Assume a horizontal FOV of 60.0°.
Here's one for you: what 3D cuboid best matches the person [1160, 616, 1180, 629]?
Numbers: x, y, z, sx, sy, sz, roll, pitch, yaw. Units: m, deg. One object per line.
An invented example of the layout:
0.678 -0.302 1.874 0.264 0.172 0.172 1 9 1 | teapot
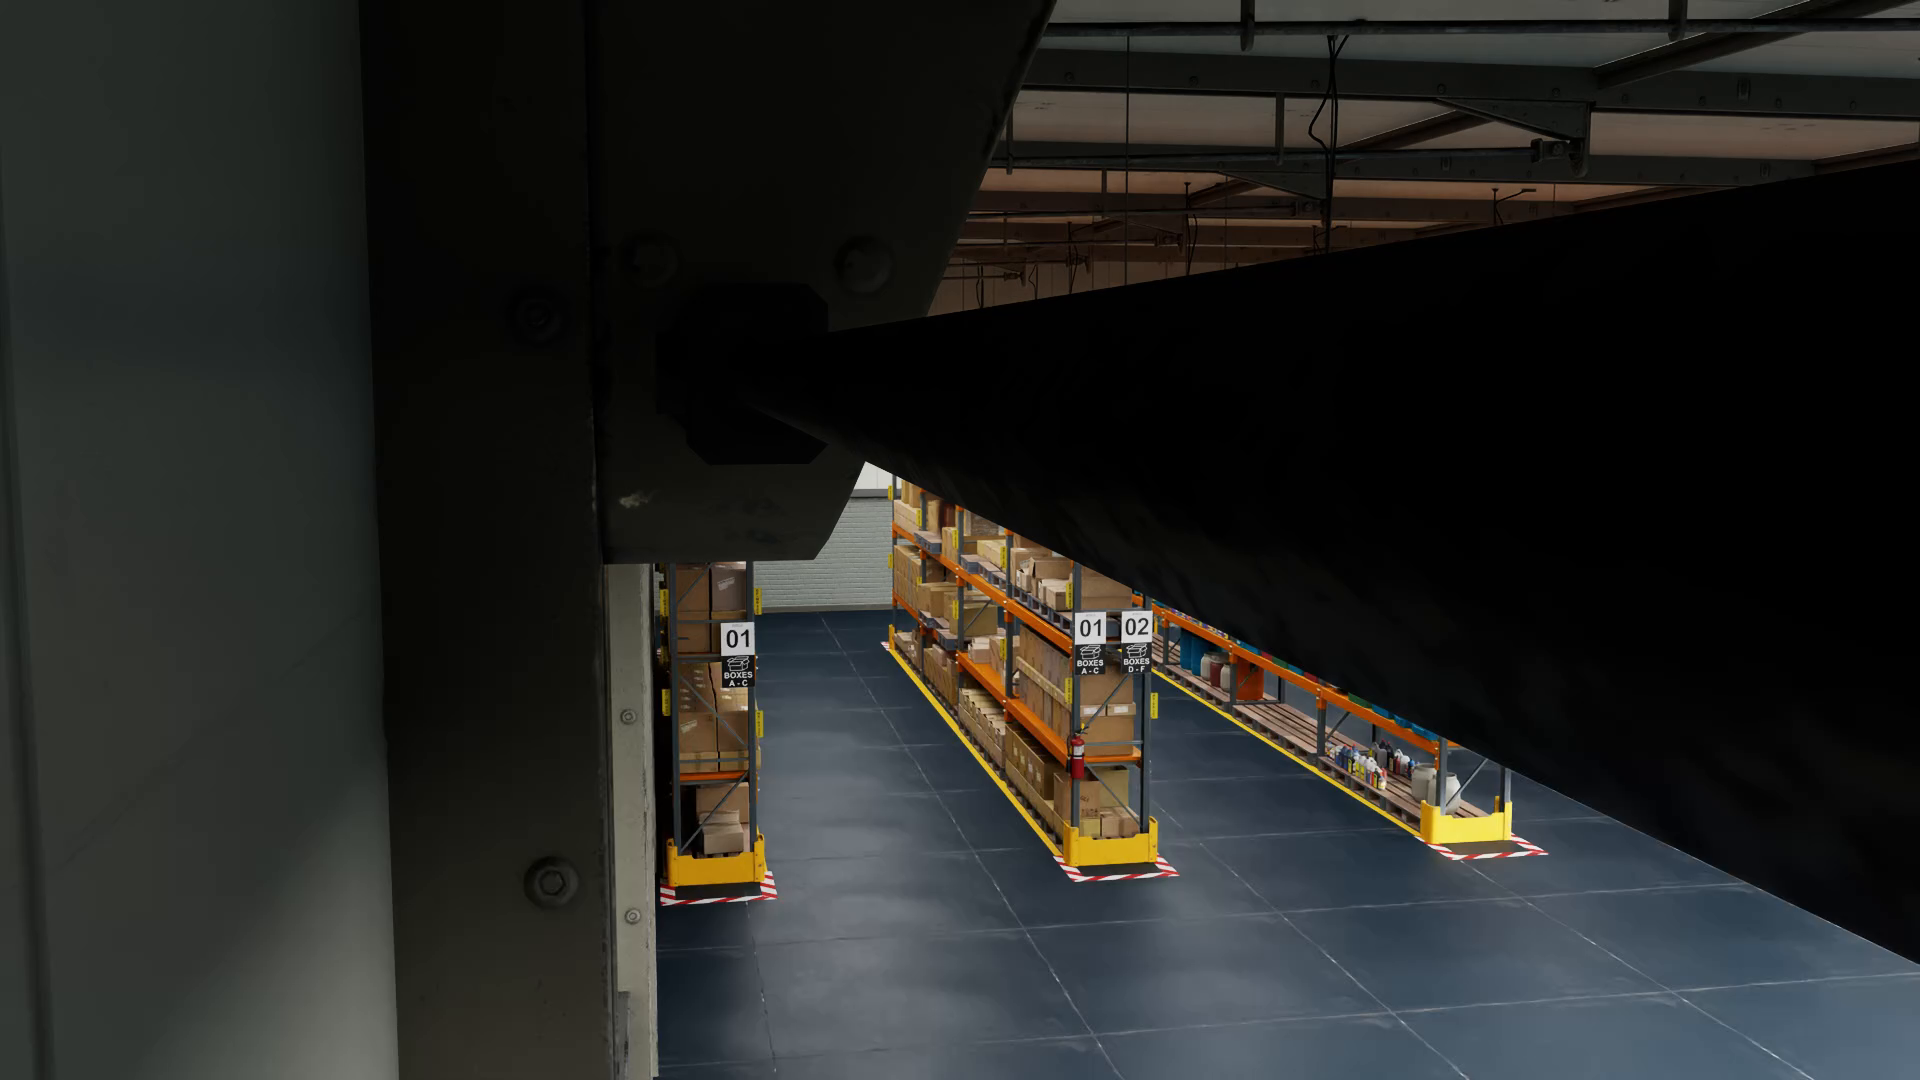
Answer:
4.965 1.246 39.381 0.492 1.703 0.506 -2 7 -20 | person
